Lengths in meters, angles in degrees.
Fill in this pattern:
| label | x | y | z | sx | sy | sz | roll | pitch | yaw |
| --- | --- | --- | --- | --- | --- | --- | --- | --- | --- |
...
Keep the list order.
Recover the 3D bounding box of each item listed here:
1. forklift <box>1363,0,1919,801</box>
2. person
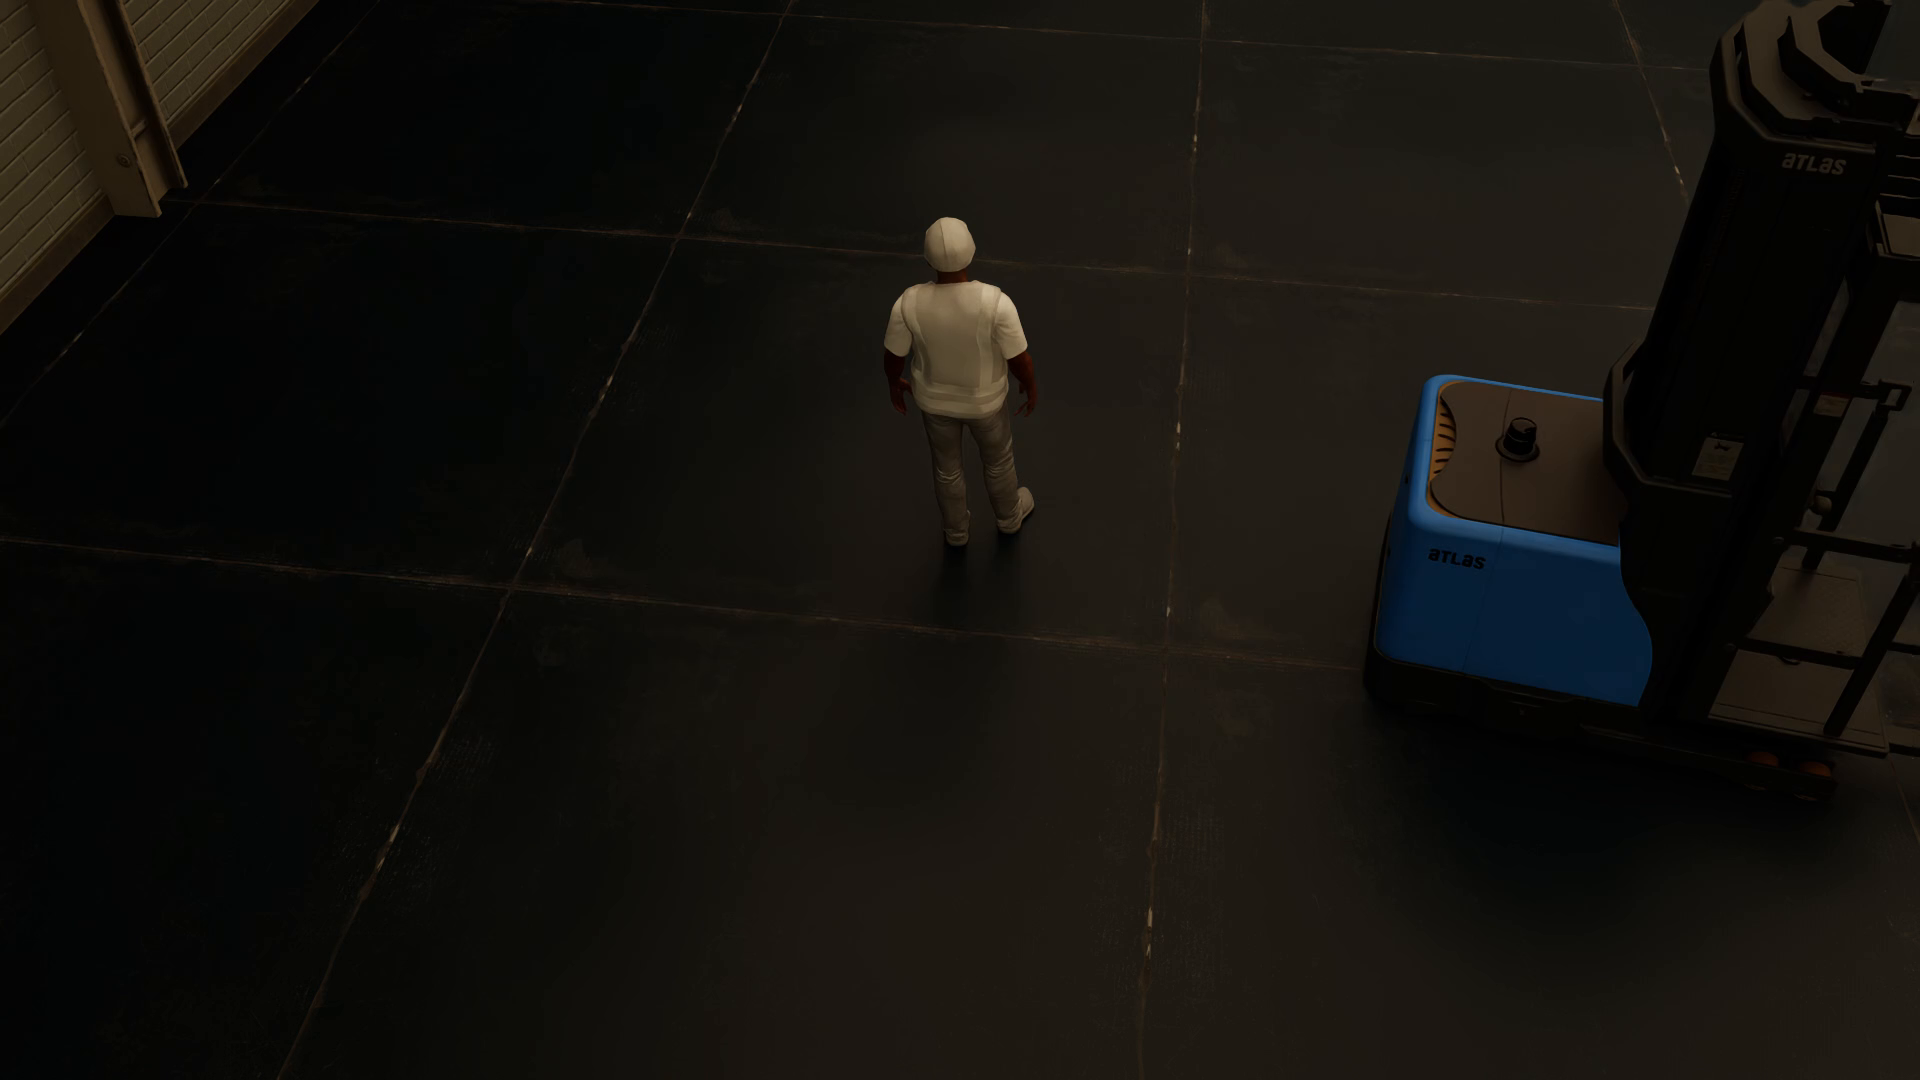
| label | x | y | z | sx | sy | sz | roll | pitch | yaw |
| --- | --- | --- | --- | --- | --- | --- | --- | --- | --- |
| forklift | 3.304 | -0.426 | 6.188 | 3.031 | 2.935 | 1.130 | 11 | 44 | 12 |
| person | 0.015 | -0.702 | 7.338 | 0.665 | 1.765 | 0.577 | 5 | 43 | 6 |
